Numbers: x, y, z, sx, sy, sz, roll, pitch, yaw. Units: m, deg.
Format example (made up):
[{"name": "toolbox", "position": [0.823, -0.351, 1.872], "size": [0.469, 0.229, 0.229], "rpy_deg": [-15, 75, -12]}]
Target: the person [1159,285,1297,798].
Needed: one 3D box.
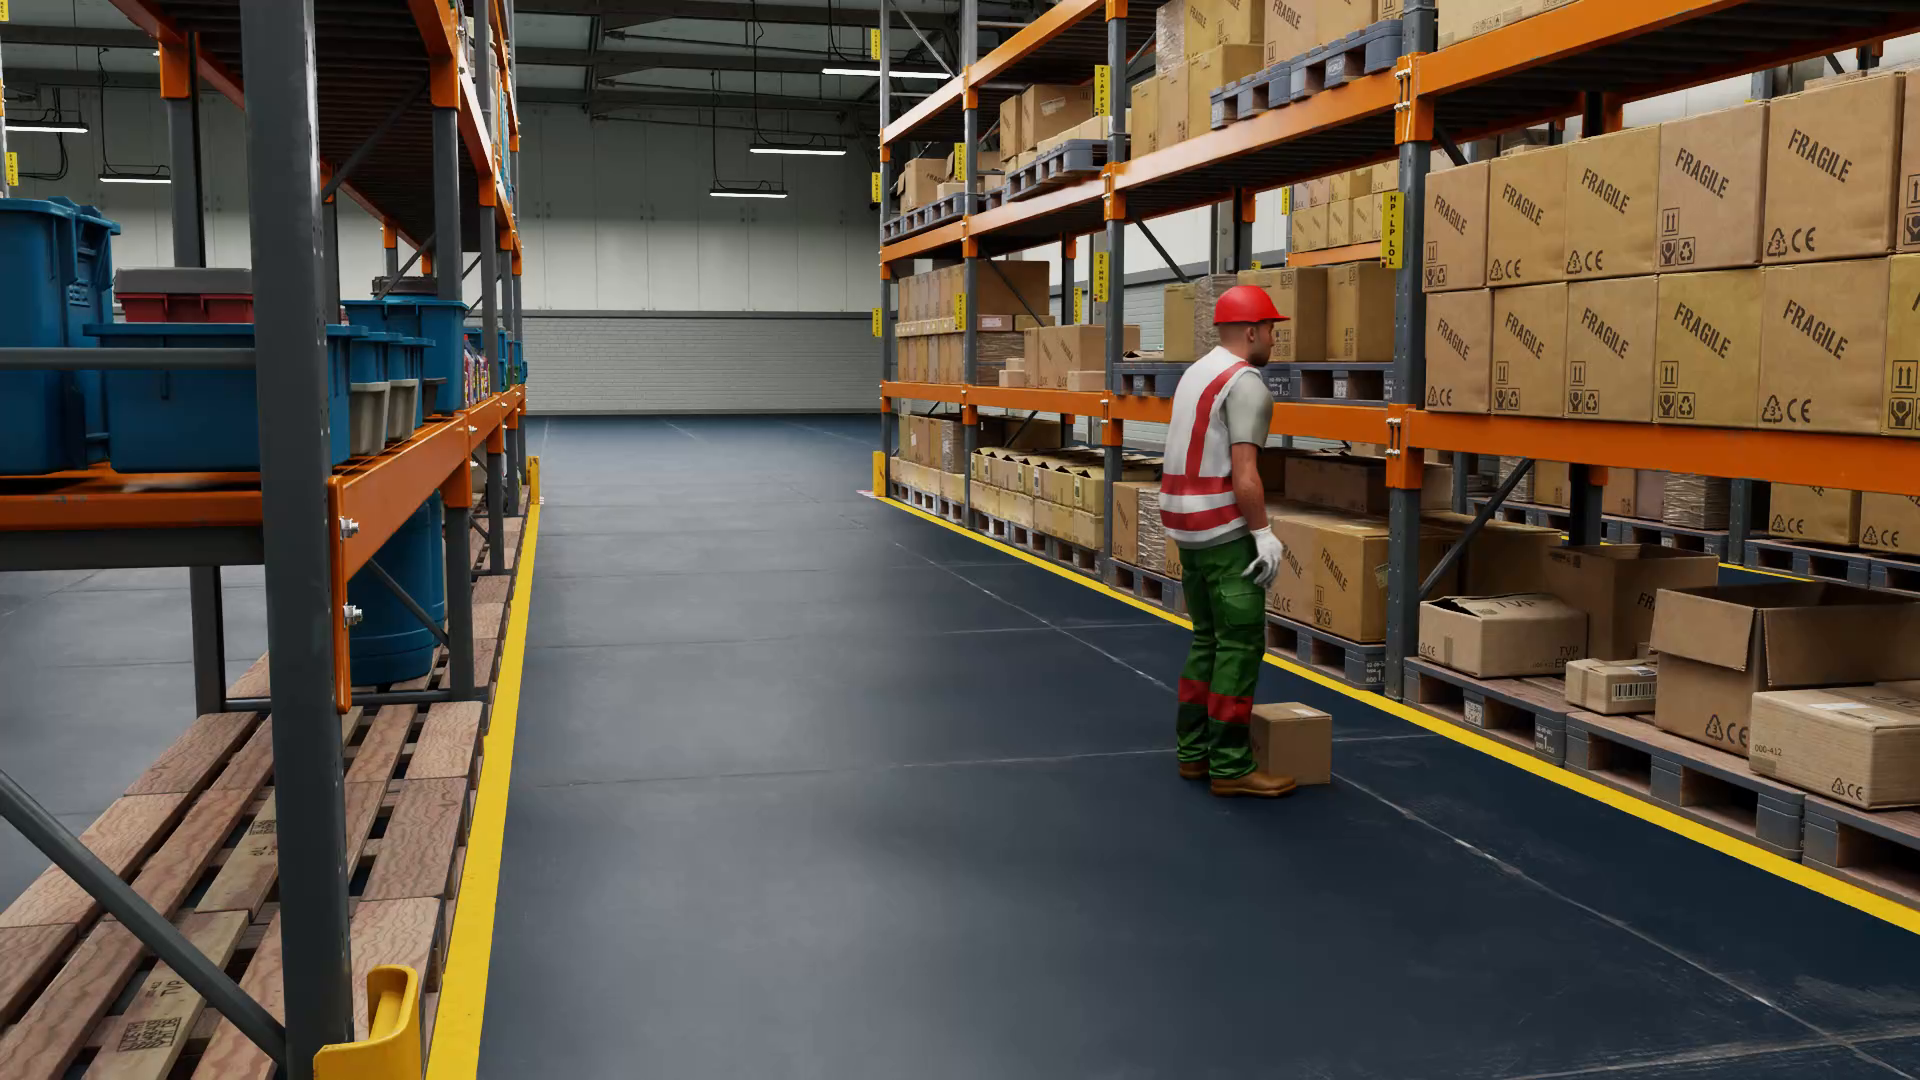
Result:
[{"name": "person", "position": [0.958, -0.011, 5.924], "size": [0.454, 1.779, 0.620], "rpy_deg": [-2, 6, -15]}]
